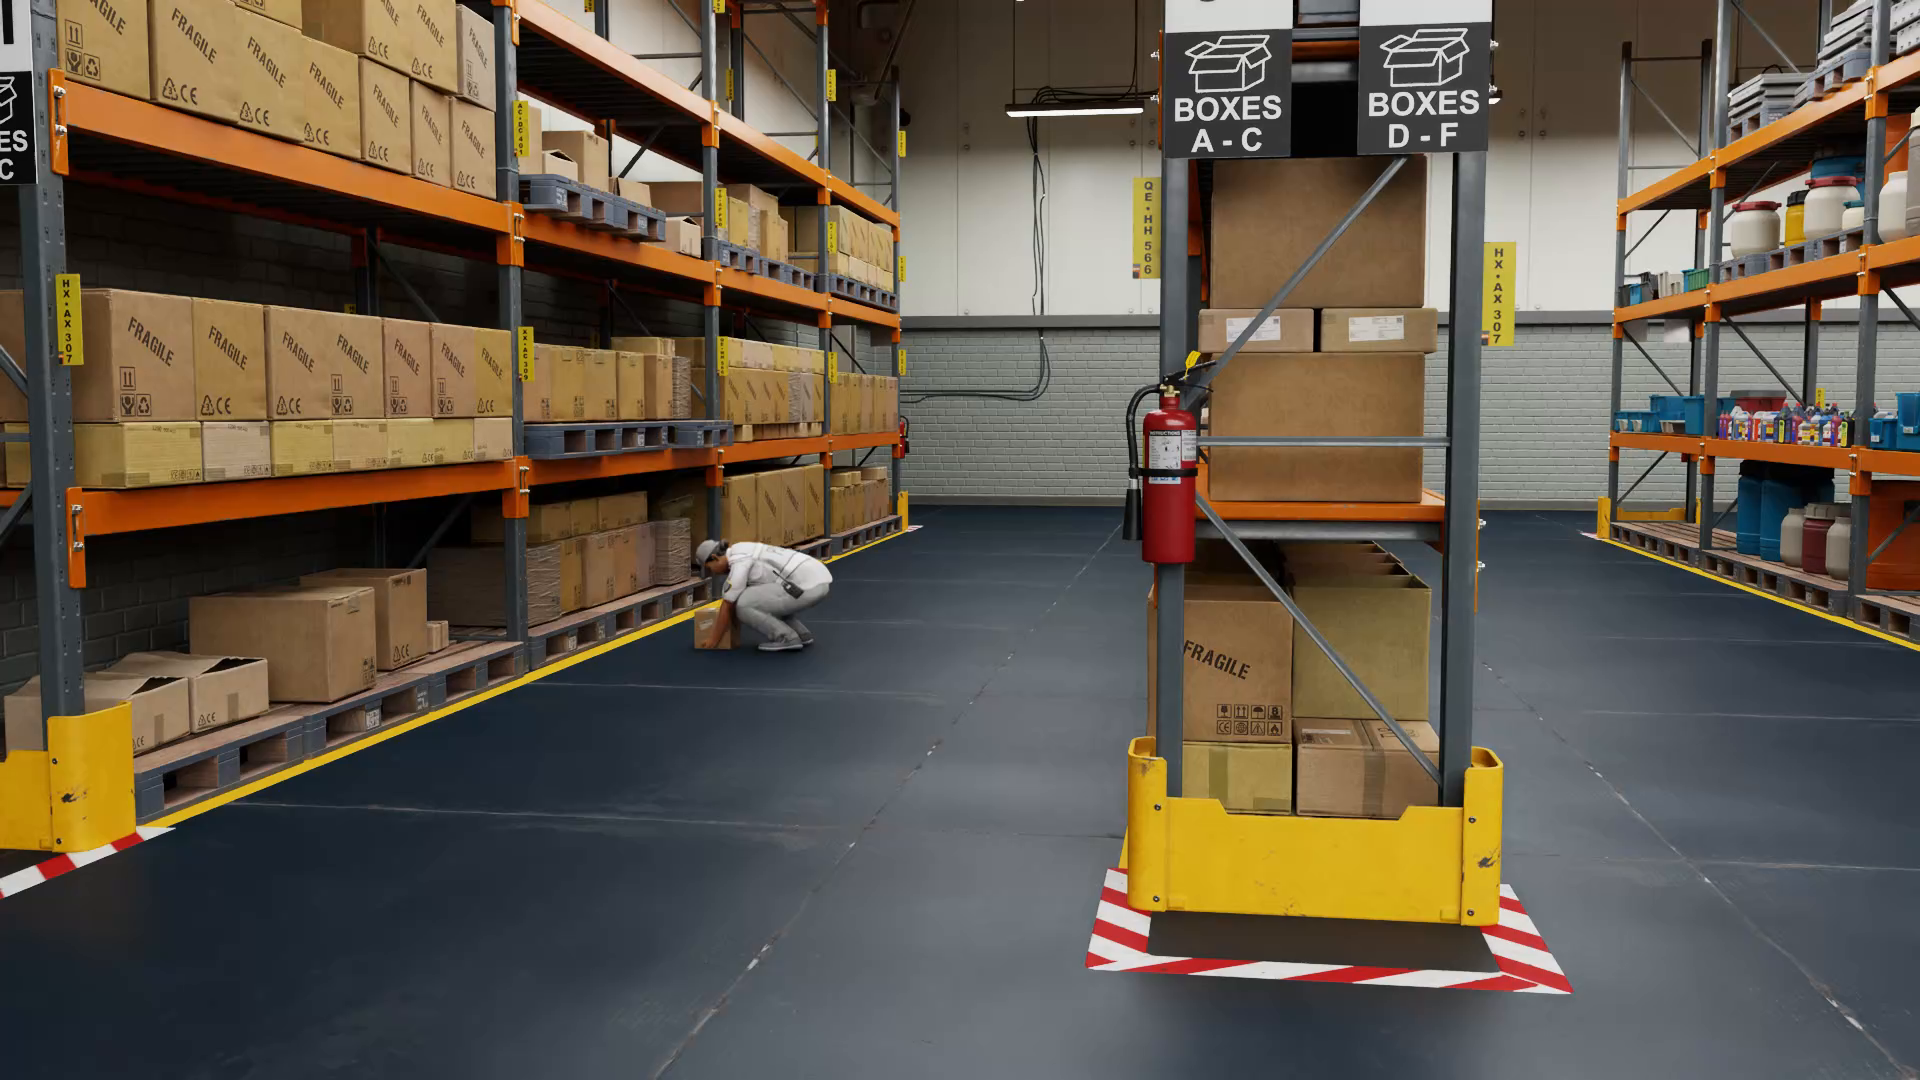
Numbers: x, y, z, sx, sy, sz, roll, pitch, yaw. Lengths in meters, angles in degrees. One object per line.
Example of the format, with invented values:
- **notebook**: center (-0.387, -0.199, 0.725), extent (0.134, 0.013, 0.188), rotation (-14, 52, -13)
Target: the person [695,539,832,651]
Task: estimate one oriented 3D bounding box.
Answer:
- **person**: center (-1.325, 0.390, 11.197), extent (0.910, 0.796, 0.520), rotation (1, 5, 8)
